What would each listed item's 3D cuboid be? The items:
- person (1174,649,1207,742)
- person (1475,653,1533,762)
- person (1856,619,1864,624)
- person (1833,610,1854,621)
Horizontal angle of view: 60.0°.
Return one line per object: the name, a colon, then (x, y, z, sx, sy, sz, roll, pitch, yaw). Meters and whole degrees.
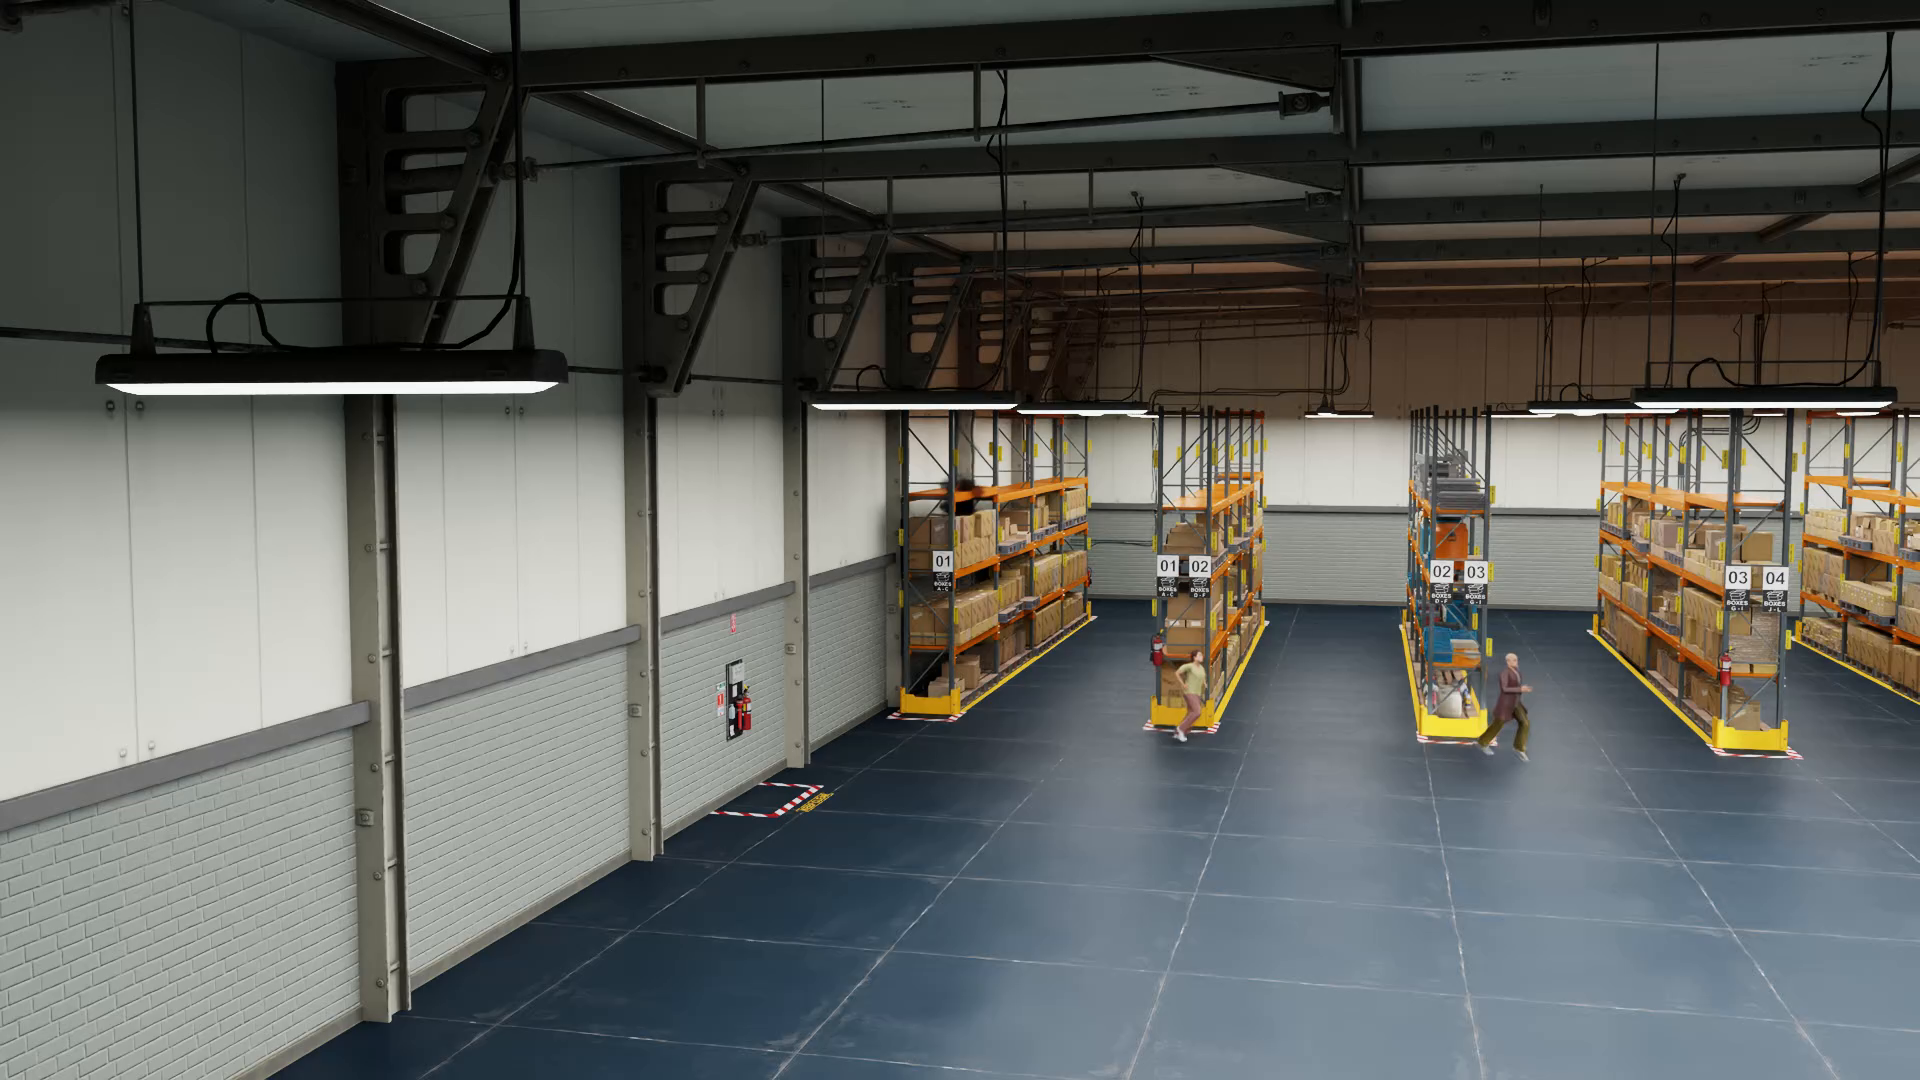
person: (4.147, 2.765, 29.624, 0.566, 1.605, 0.626, 4, 6, 42)
person: (9.256, 2.822, 28.144, 0.728, 1.840, 0.982, -4, 6, -42)
person: (23.722, 1.773, 43.808, 0.716, 1.645, 0.562, -1, 4, -16)
person: (23.566, 1.687, 44.308, 0.738, 1.731, 0.650, 0, 4, -1)
